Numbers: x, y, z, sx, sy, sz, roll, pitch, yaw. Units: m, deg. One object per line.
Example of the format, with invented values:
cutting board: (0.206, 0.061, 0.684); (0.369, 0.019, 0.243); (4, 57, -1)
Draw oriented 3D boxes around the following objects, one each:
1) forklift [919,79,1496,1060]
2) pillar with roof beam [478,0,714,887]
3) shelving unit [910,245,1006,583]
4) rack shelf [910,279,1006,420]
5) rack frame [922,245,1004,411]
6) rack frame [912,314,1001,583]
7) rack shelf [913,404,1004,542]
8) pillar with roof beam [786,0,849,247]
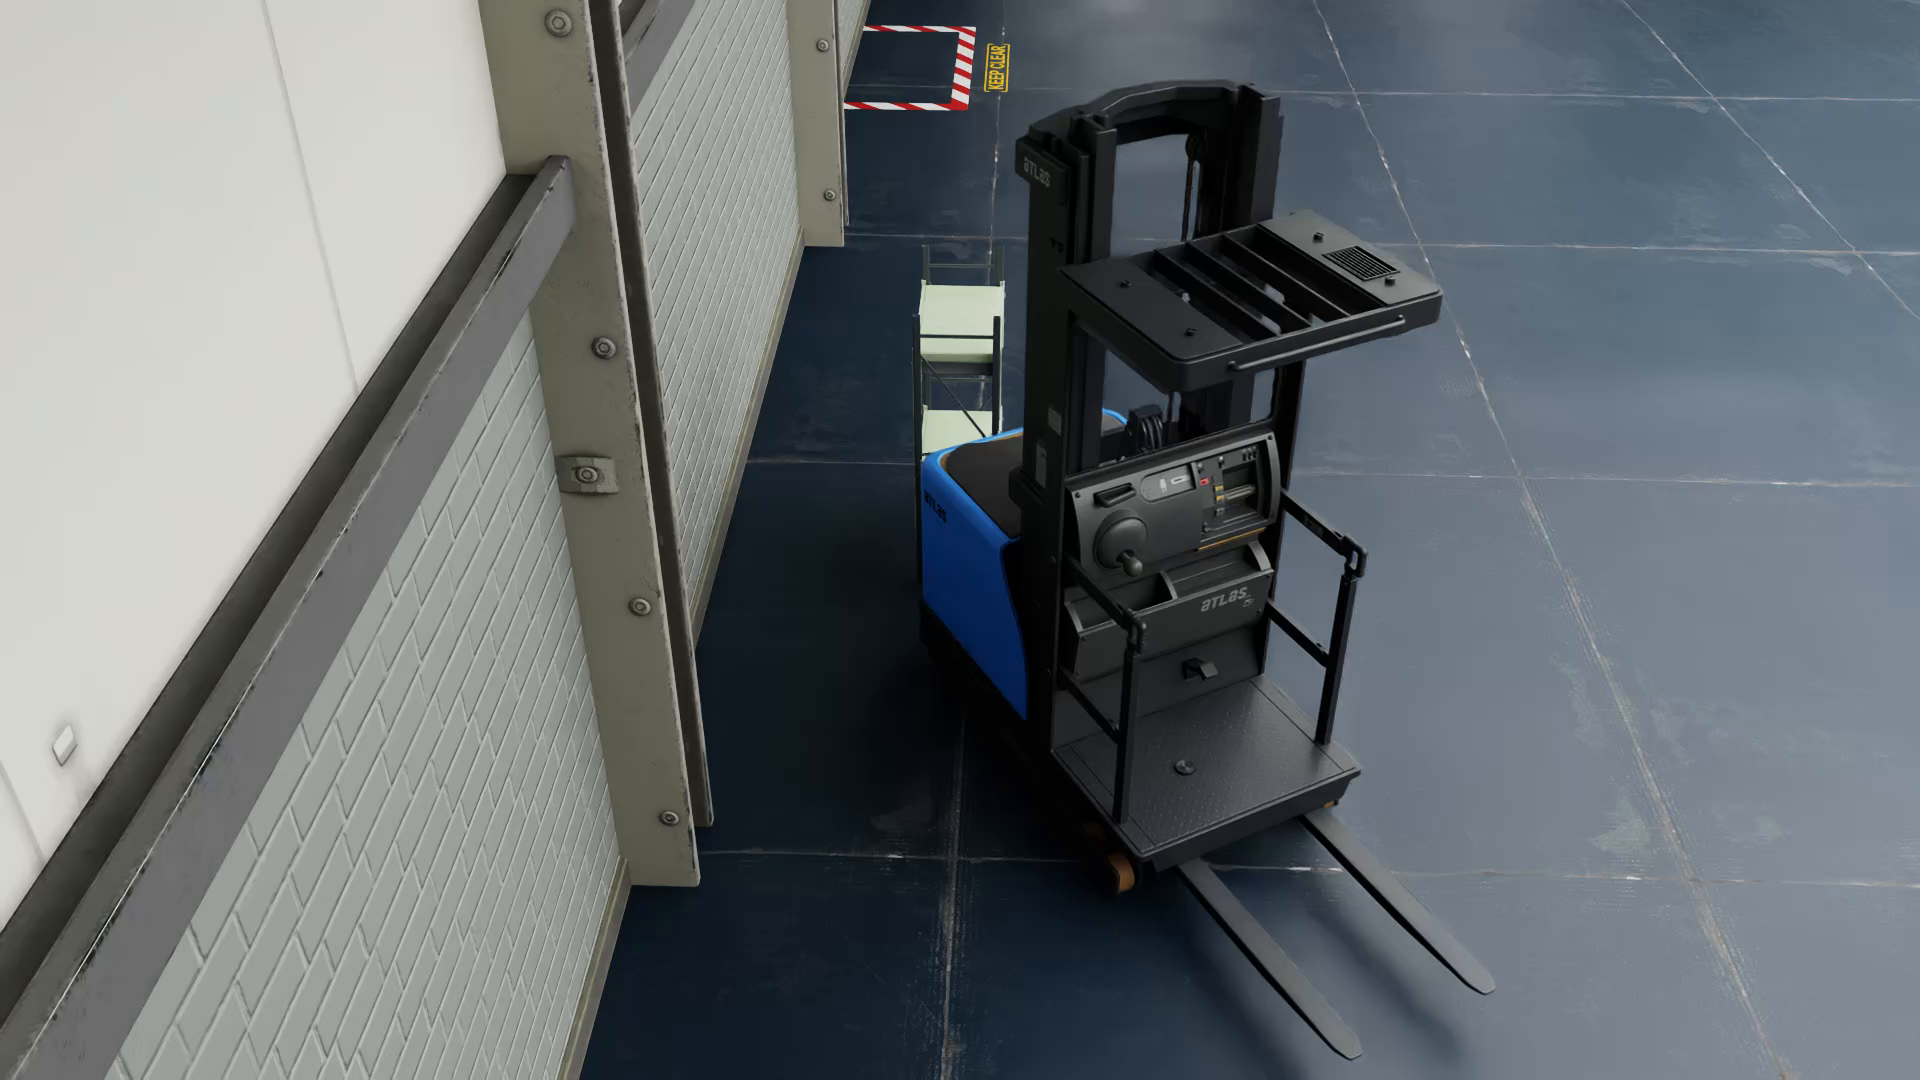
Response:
forklift: (0.940, -0.078, 6.258); (1.130, 2.935, 3.031); (-17, 38, -22)
pillar with roof beam: (3.099, -2.302, 4.145); (9.100, 9.000, 0.400); (1, 35, 2)
shelving unit: (0.000, -0.610, 8.259); (0.431, 1.500, 0.755); (1, 35, 2)
rack shelf: (0.000, -0.929, 8.035); (0.431, 0.370, 0.720); (1, 35, 2)
rack frame: (0.014, -0.820, 8.558); (0.400, 1.500, 0.023); (1, 35, 2)
rack frame: (-0.015, -0.399, 7.960); (0.400, 1.500, 0.023); (1, 35, 2)
rack shelf: (0.000, -0.343, 8.446); (0.431, 0.370, 0.720); (1, 35, 2)
pillar with roof beam: (3.340, -5.749, 9.050); (9.100, 9.000, 0.400); (1, 35, 2)
